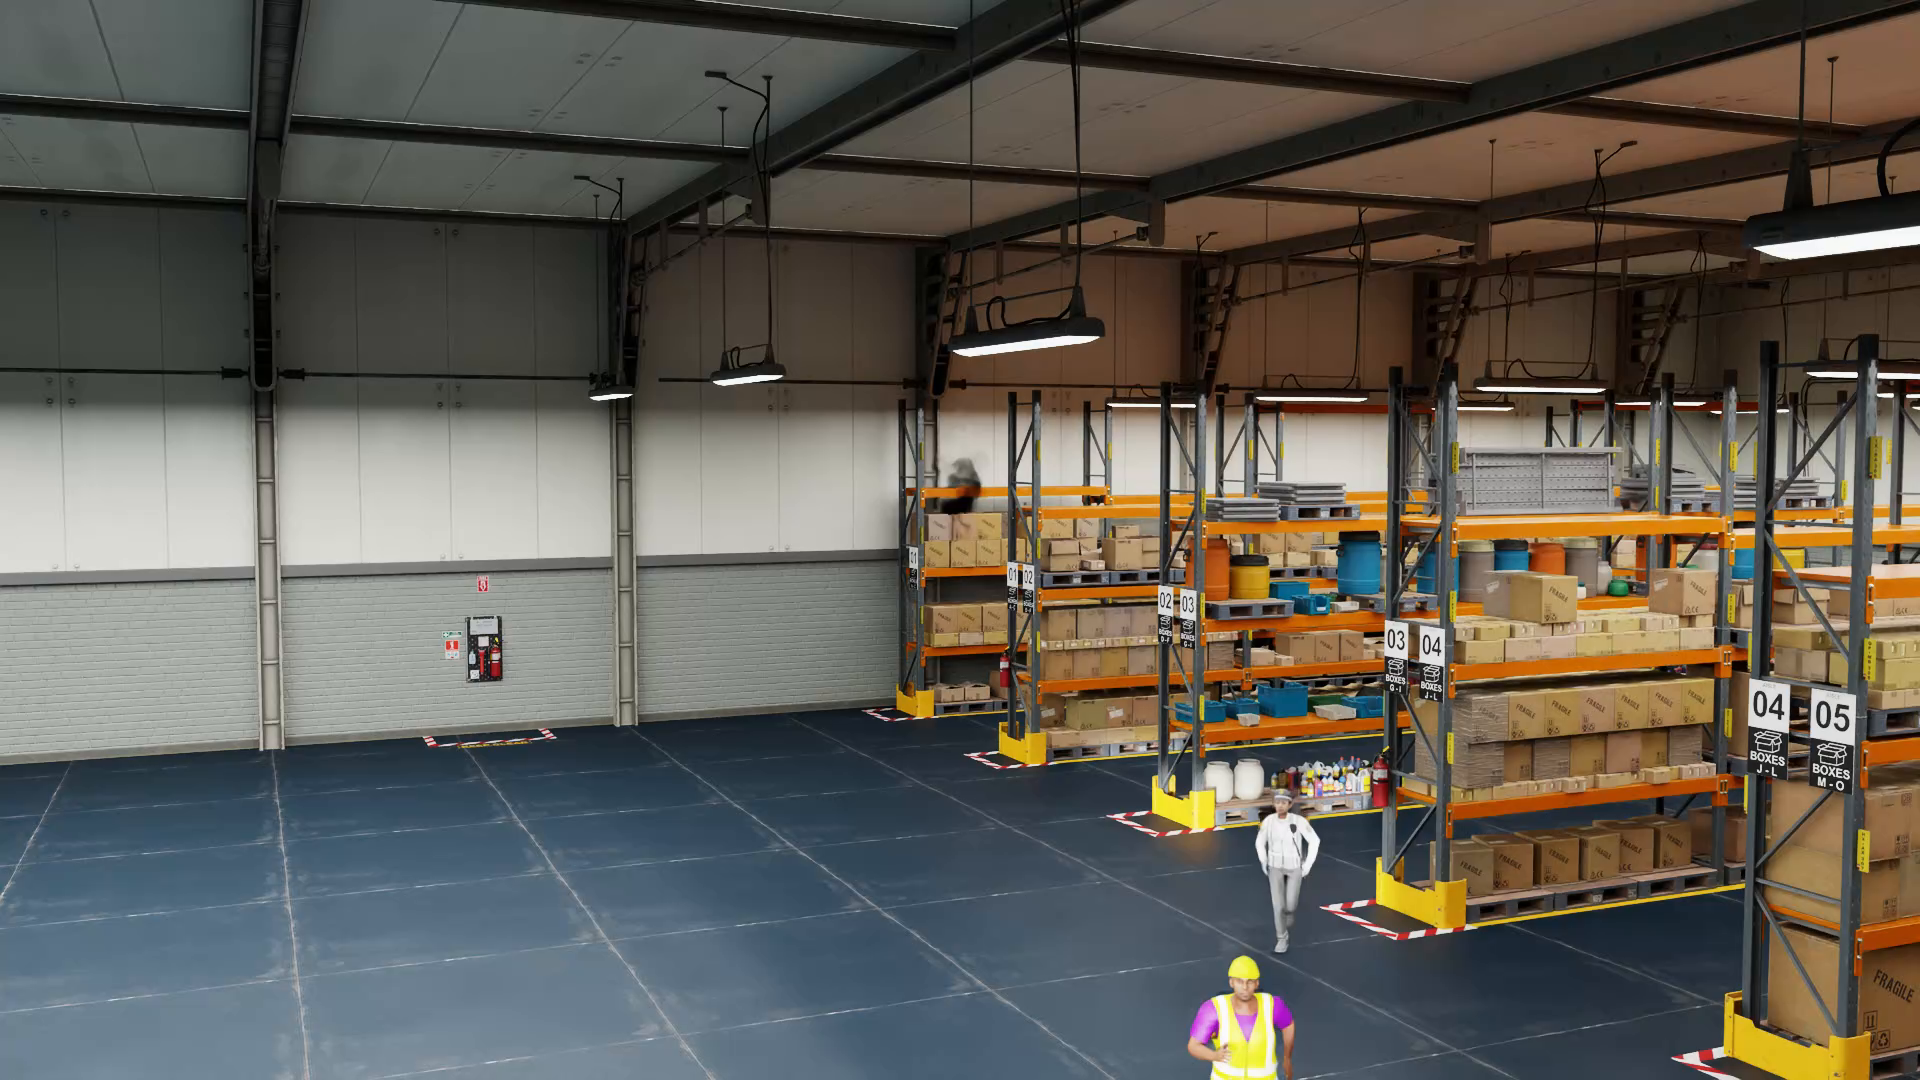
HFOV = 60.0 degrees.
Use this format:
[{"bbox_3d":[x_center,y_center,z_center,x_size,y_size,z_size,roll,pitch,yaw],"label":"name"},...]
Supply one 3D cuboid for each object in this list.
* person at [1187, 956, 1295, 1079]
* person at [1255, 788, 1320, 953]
[{"bbox_3d":[1.854,3.608,10.961,0.712,1.773,0.937,0,3,7],"label":"person"},{"bbox_3d":[3.331,3.347,16.973,0.641,1.669,0.620,1,4,21],"label":"person"}]
